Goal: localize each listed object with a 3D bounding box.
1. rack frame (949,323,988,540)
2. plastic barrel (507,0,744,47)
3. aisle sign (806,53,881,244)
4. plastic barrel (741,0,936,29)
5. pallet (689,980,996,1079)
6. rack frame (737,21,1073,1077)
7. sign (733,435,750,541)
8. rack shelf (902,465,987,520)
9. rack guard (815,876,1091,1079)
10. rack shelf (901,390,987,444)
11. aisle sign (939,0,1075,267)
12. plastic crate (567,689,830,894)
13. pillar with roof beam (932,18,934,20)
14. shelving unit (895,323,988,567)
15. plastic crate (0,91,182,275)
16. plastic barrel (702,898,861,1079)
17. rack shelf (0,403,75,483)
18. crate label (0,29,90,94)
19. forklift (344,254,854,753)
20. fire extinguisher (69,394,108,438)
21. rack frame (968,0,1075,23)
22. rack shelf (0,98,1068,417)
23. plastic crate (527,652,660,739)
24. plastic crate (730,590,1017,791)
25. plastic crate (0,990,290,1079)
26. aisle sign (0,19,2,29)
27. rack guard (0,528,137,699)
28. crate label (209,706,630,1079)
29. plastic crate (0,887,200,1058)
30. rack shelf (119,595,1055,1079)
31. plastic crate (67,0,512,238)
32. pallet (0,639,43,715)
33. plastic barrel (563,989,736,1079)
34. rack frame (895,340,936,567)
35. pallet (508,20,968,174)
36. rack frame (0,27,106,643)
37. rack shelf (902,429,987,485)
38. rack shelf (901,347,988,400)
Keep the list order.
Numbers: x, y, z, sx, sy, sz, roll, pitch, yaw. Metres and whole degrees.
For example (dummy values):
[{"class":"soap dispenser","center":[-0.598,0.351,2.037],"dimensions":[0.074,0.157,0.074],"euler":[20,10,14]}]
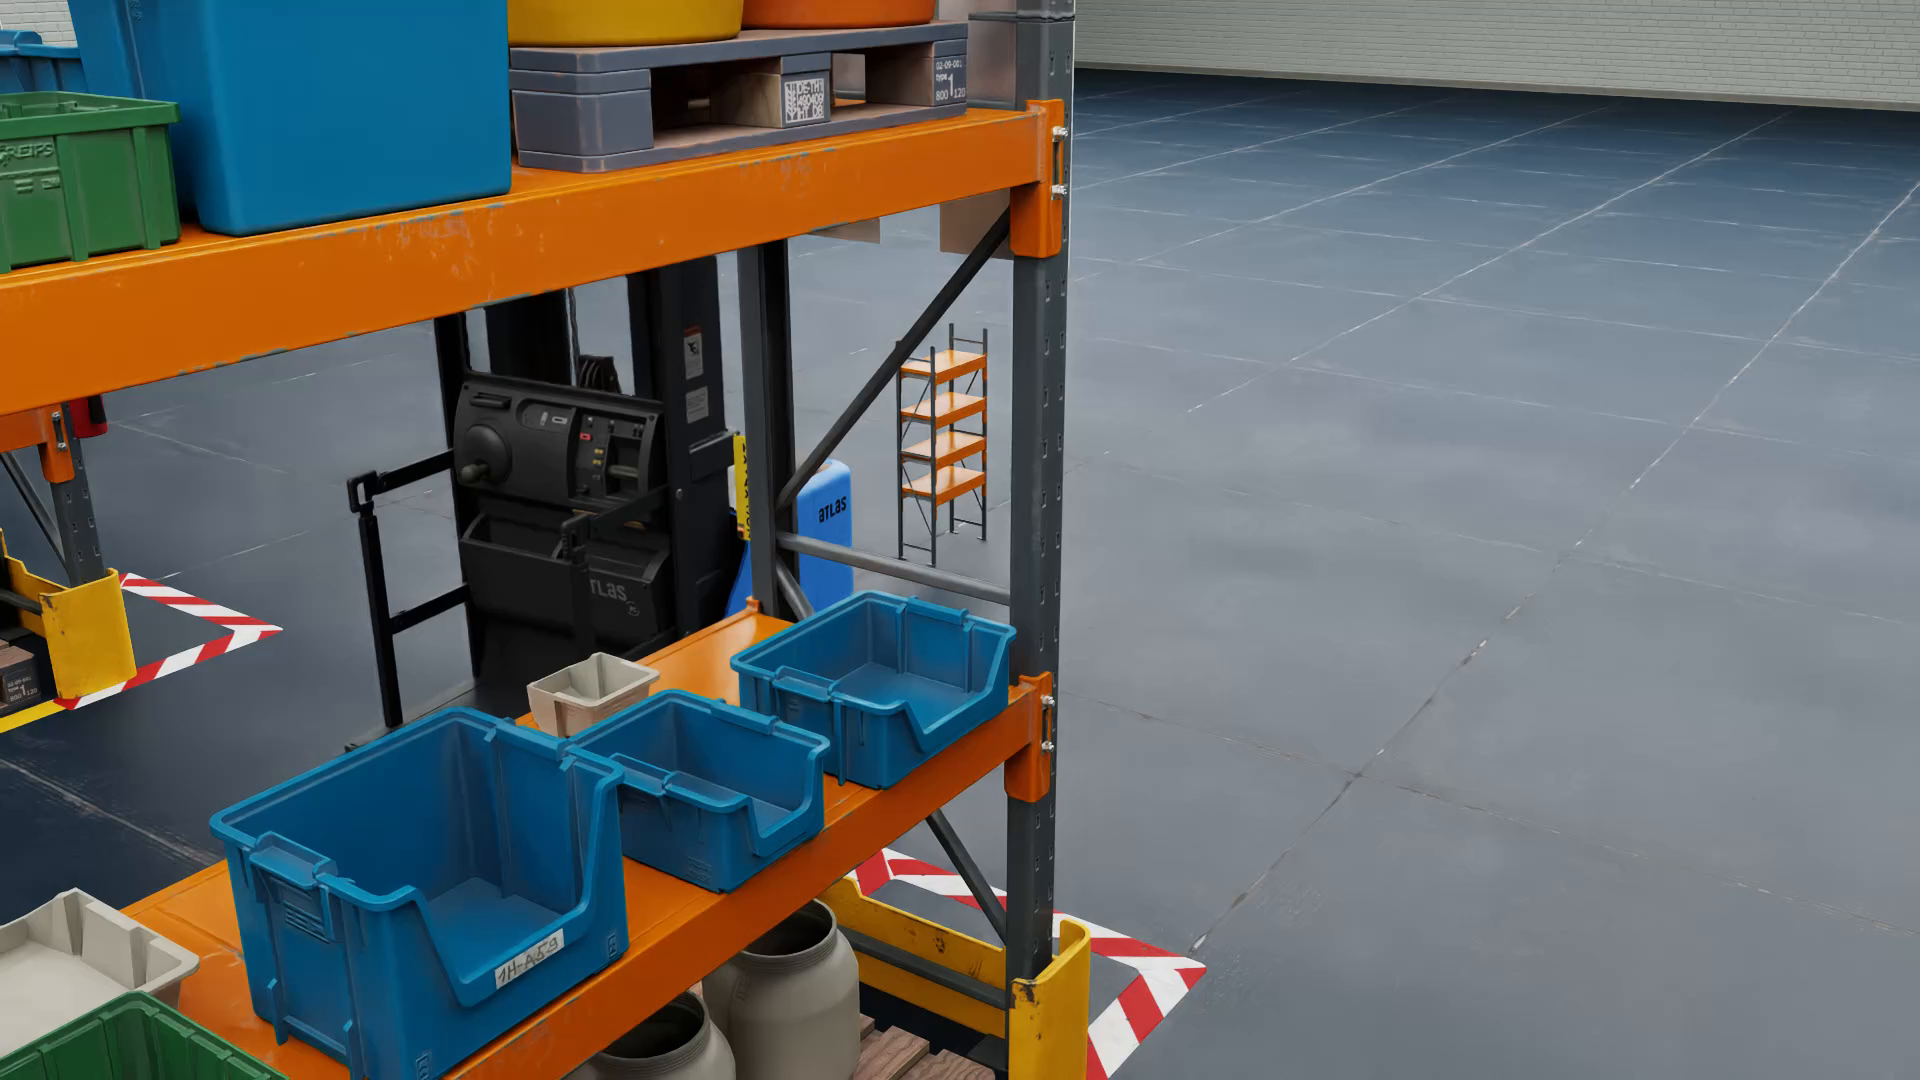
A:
[{"class":"rack frame","center":[0.044,-0.585,9.118],"dimensions":[0.240,1.200,0.015],"euler":[13,24,32]},{"class":"plastic barrel","center":[-0.711,-1.252,3.124],"dimensions":[0.600,0.588,0.600],"euler":[0,20,0]},{"class":"aisle sign","center":[-0.377,-1.208,4.461],"dimensions":[0.394,0.787,0.004],"euler":[13,24,32]},{"class":"plastic barrel","center":[-0.344,-1.552,3.590],"dimensions":[0.600,0.830,0.708],"euler":[13,24,32]},{"class":"pallet","center":[-0.640,1.660,4.474],"dimensions":[1.003,0.211,1.213],"euler":[13,24,32]},{"class":"rack frame","center":[-0.175,0.089,4.702],"dimensions":[1.000,3.000,0.127],"euler":[13,24,32]},{"class":"sign","center":[-0.628,-0.150,4.947],"dimensions":[0.100,0.325,0.005],"euler":[13,24,32]},{"class":"rack shelf","center":[-0.093,-0.266,9.021],"dimensions":[0.258,0.148,0.480],"euler":[13,24,32]},{"class":"rack guard","center":[-0.179,1.292,5.051],"dimensions":[1.175,0.500,0.348],"euler":[13,24,32]},{"class":"rack shelf","center":[-0.093,-0.662,8.874],"dimensions":[0.258,0.148,0.480],"euler":[13,24,32]},{"class":"aisle sign","center":[0.111,-1.093,4.150],"dimensions":[0.394,0.787,0.004],"euler":[13,24,32]},{"class":"plastic crate","center":[-0.579,0.546,3.681],"dimensions":[0.499,0.251,0.408],"euler":[13,24,32]},{"class":"pillar with roof beam","center":[2.713,-14.335,35.047],"dimensions":[9.100,9.000,0.400],"euler":[13,24,32]},{"class":"shelving unit","center":[-0.093,-0.515,8.928],"dimensions":[0.258,1.200,0.503],"euler":[13,24,32]},{"class":"plastic crate","center":[-1.312,-0.471,2.196],"dimensions":[0.336,0.188,0.450],"euler":[13,24,32]},{"class":"plastic barrel","center":[-0.482,1.262,4.510],"dimensions":[0.421,0.512,0.421],"euler":[0,20,0]},{"class":"rack shelf","center":[-5.396,0.034,5.886],"dimensions":[1.077,0.370,4.000],"euler":[13,24,32]},{"class":"crate label","center":[-1.501,-0.776,2.929],"dimensions":[0.502,0.251,0.408],"euler":[13,24,32]},{"class":"forklift","center":[-1.593,-0.334,5.942],"dimensions":[1.130,2.935,3.031],"euler":[11,23,26]},{"class":"fire extinguisher","center":[-3.826,-0.784,7.172],"dimensions":[0.296,0.674,0.183],"euler":[13,24,32]},{"class":"rack frame","center":[-0.175,-2.725,3.661],"dimensions":[1.000,3.000,0.127],"euler":[13,24,32]},{"class":"rack shelf","center":[-1.300,-0.407,2.755],"dimensions":[1.077,0.370,4.000],"euler":[13,24,32]},{"class":"plastic crate","center":[-0.945,0.406,4.223],"dimensions":[0.298,0.136,0.250],"euler":[13,24,32]},{"class":"plastic crate","center":[-0.209,0.360,4.181],"dimensions":[0.499,0.251,0.616],"euler":[13,24,32]},{"class":"plastic crate","center":[-1.427,1.001,2.540],"dimensions":[0.450,0.188,0.662],"euler":[13,24,32]},{"class":"aisle sign","center":[-3.989,-2.056,6.752],"dimensions":[0.394,0.787,0.004],"euler":[13,24,32]},{"class":"rack guard","center":[-4.314,0.317,7.688],"dimensions":[1.175,0.500,0.348],"euler":[13,24,32]},{"class":"crate label","center":[-0.986,0.653,3.125],"dimensions":[0.502,0.435,0.616],"euler":[13,24,32]},{"class":"plastic crate","center":[-1.721,0.845,3.038],"dimensions":[0.530,0.136,0.437],"euler":[13,24,32]},{"class":"rack shelf","center":[-1.300,1.000,3.275],"dimensions":[1.077,0.370,4.000],"euler":[13,24,32]},{"class":"plastic crate","center":[-0.998,-0.705,2.546],"dimensions":[0.392,0.384,0.575],"euler":[13,24,32]},{"class":"pallet","center":[-4.800,0.679,7.126],"dimensions":[1.003,0.211,1.213],"euler":[13,24,32]},{"class":"plastic barrel","center":[-0.764,1.406,4.121],"dimensions":[0.421,0.512,0.421],"euler":[0,20,0]},{"class":"rack frame","center":[-0.230,-0.445,8.739],"dimensions":[0.240,1.200,0.015],"euler":[13,24,32]},{"class":"pallet","center":[-0.721,-1.011,3.624],"dimensions":[1.003,0.211,1.213],"euler":[13,24,32]},{"class":"rack frame","center":[-4.272,-0.877,7.313],"dimensions":[1.000,3.000,0.127],"euler":[13,24,32]},{"class":"rack shelf","center":[-0.093,-0.452,8.952],"dimensions":[0.258,0.148,0.480],"euler":[13,24,32]},{"class":"rack shelf","center":[-0.093,-0.884,8.792],"dimensions":[0.258,0.148,0.480],"euler":[13,24,32]}]
